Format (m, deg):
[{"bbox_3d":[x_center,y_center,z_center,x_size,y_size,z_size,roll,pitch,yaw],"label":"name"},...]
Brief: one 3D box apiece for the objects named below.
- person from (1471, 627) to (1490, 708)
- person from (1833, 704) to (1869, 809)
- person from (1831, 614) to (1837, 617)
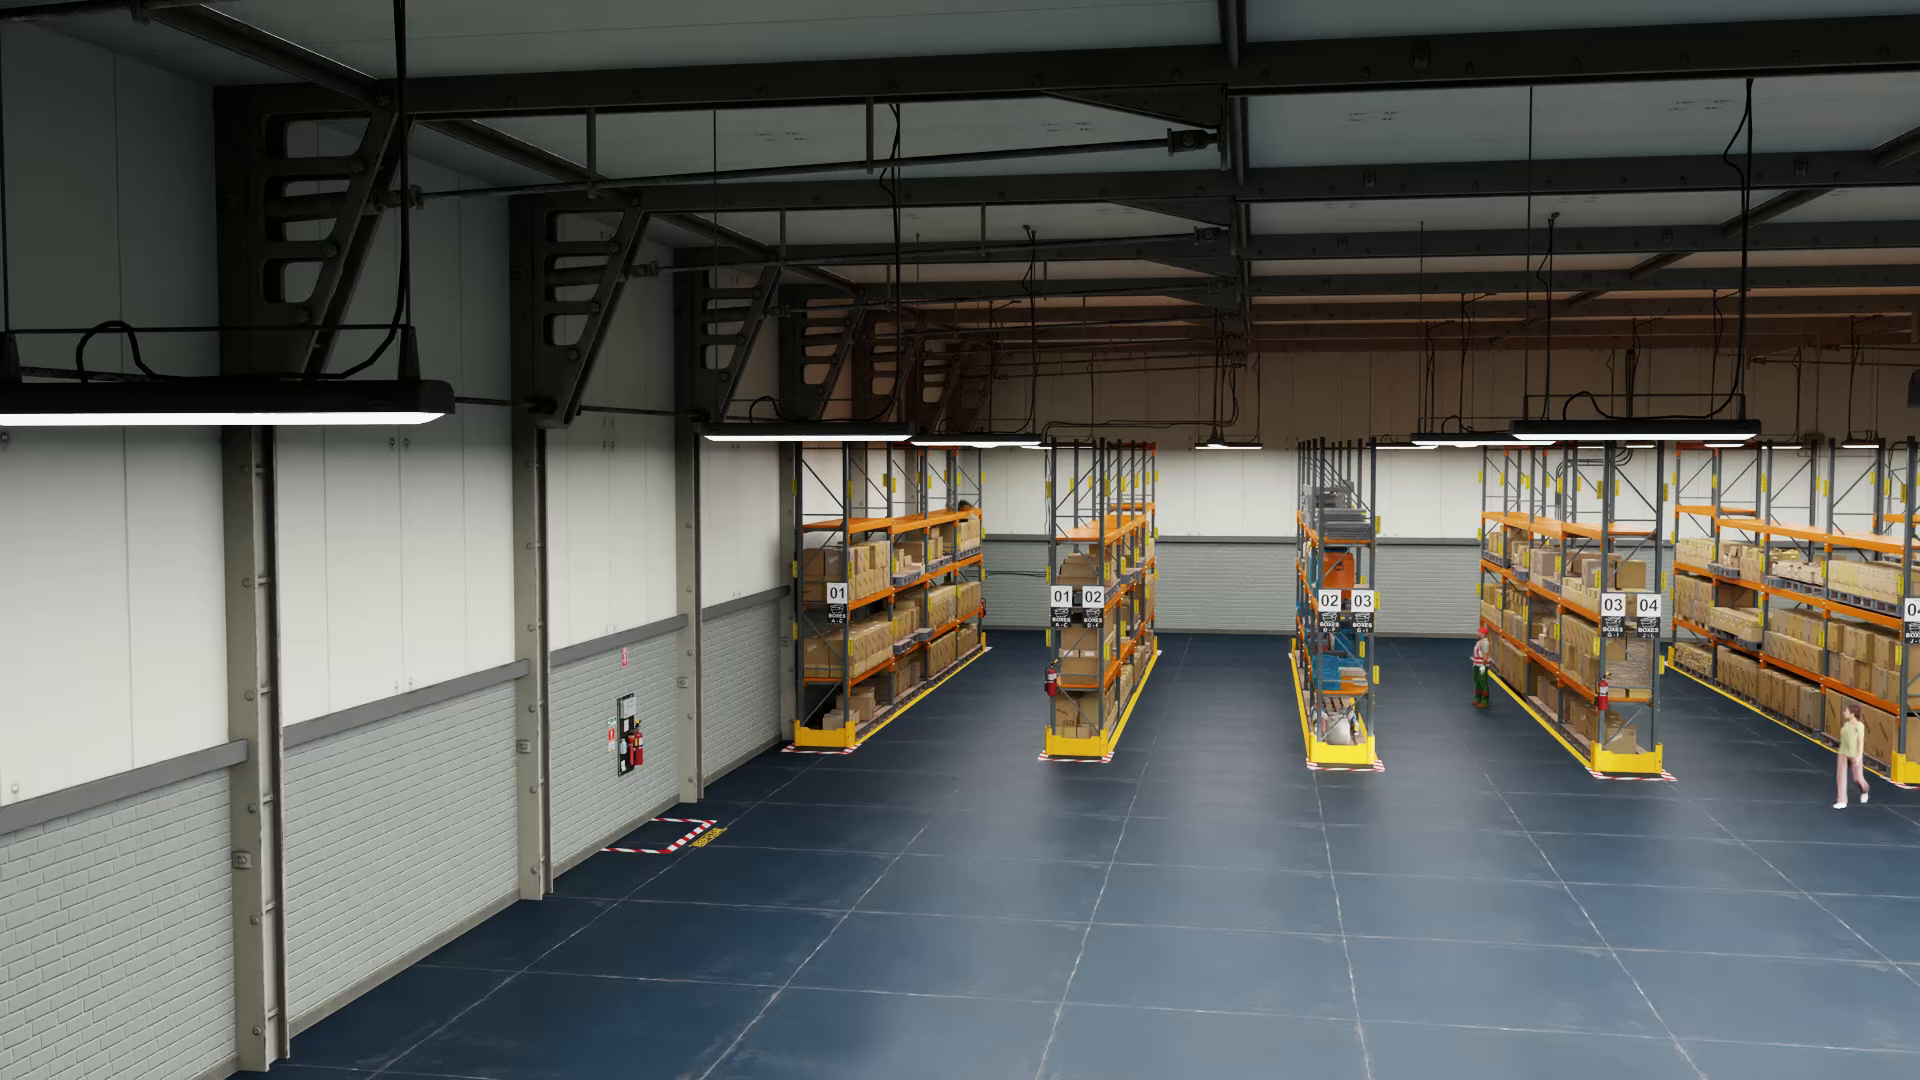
[{"bbox_3d":[11.710,2.839,37.375,0.394,1.796,0.588,0,3,-9],"label":"person"},{"bbox_3d":[14.355,3.470,26.751,0.816,1.654,0.422,-3,4,-42],"label":"person"},{"bbox_3d":[21.236,2.702,40.533,0.607,1.816,0.603,0,3,-5],"label":"person"}]
